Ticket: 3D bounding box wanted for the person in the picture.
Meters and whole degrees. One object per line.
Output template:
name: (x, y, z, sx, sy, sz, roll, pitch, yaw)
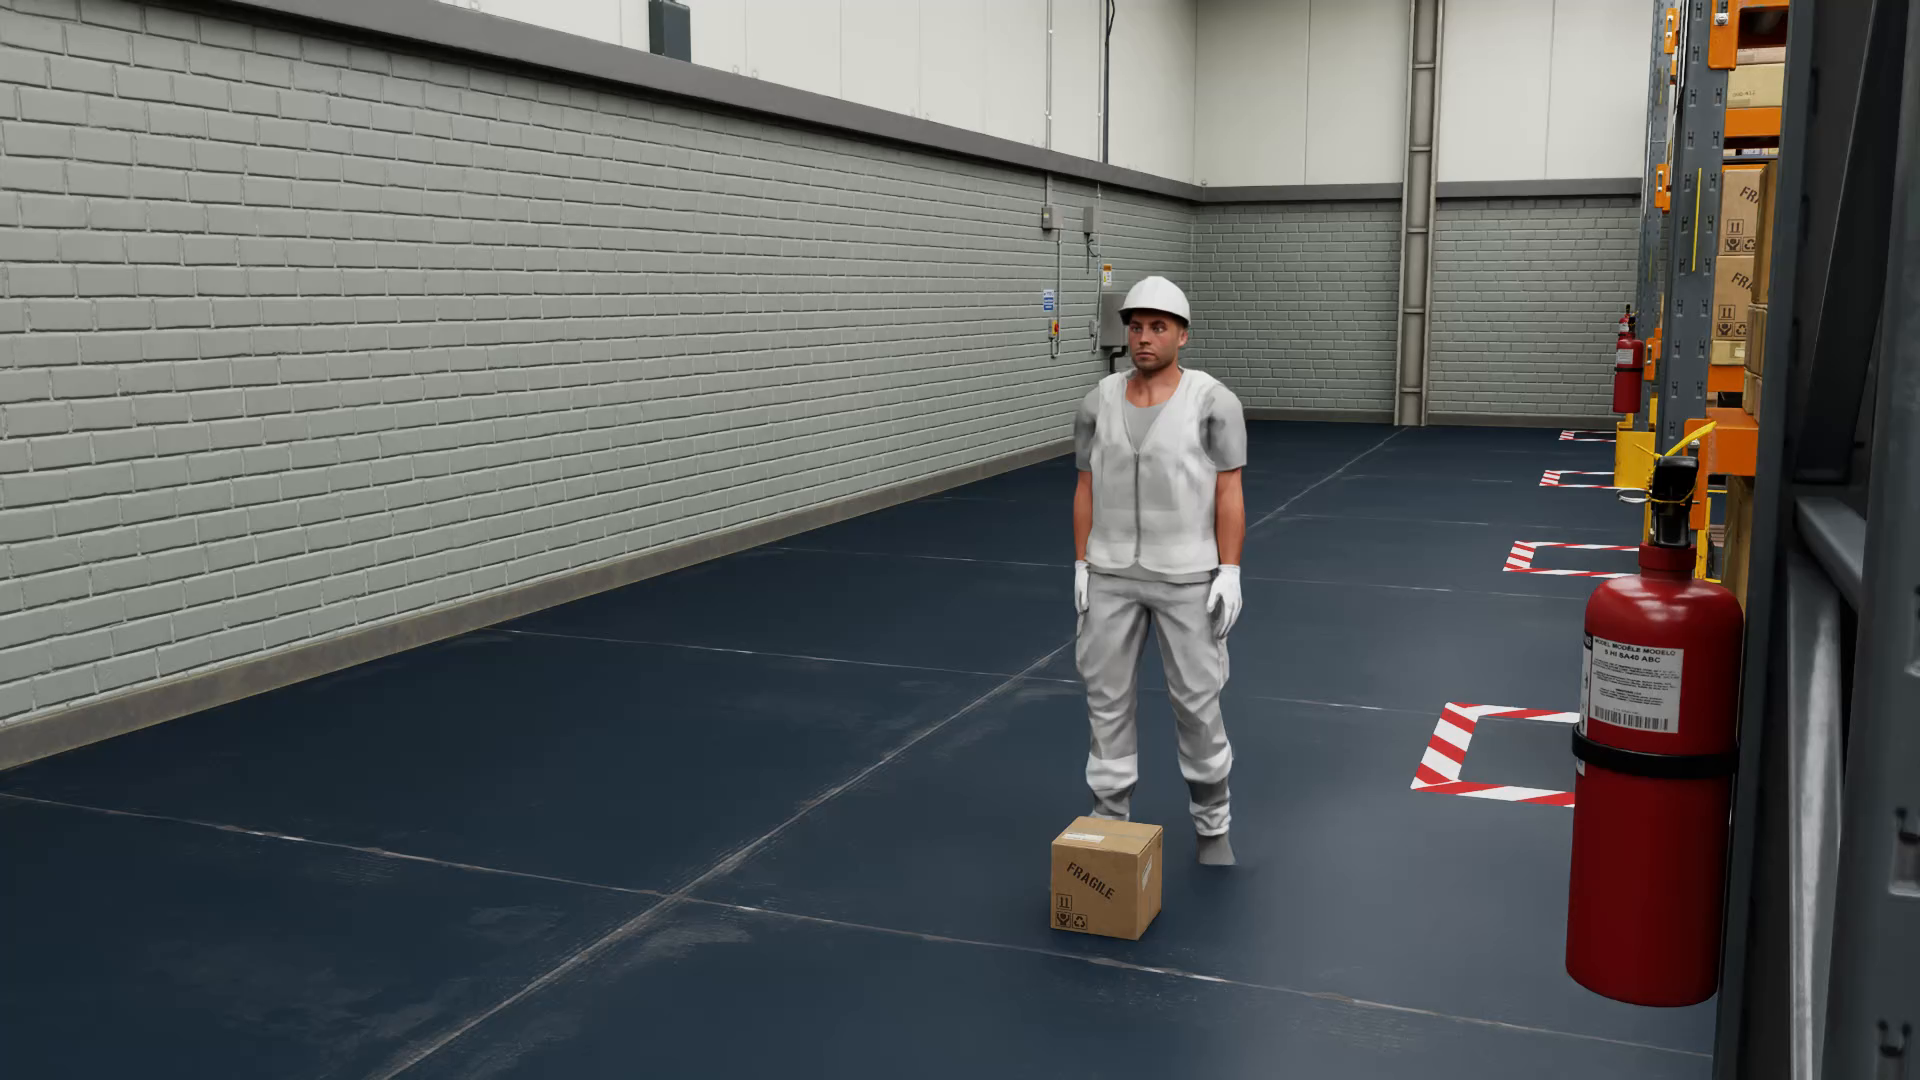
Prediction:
person: (0.586, 0.158, 4.991, 0.541, 1.879, 0.525, 4, 9, 22)
